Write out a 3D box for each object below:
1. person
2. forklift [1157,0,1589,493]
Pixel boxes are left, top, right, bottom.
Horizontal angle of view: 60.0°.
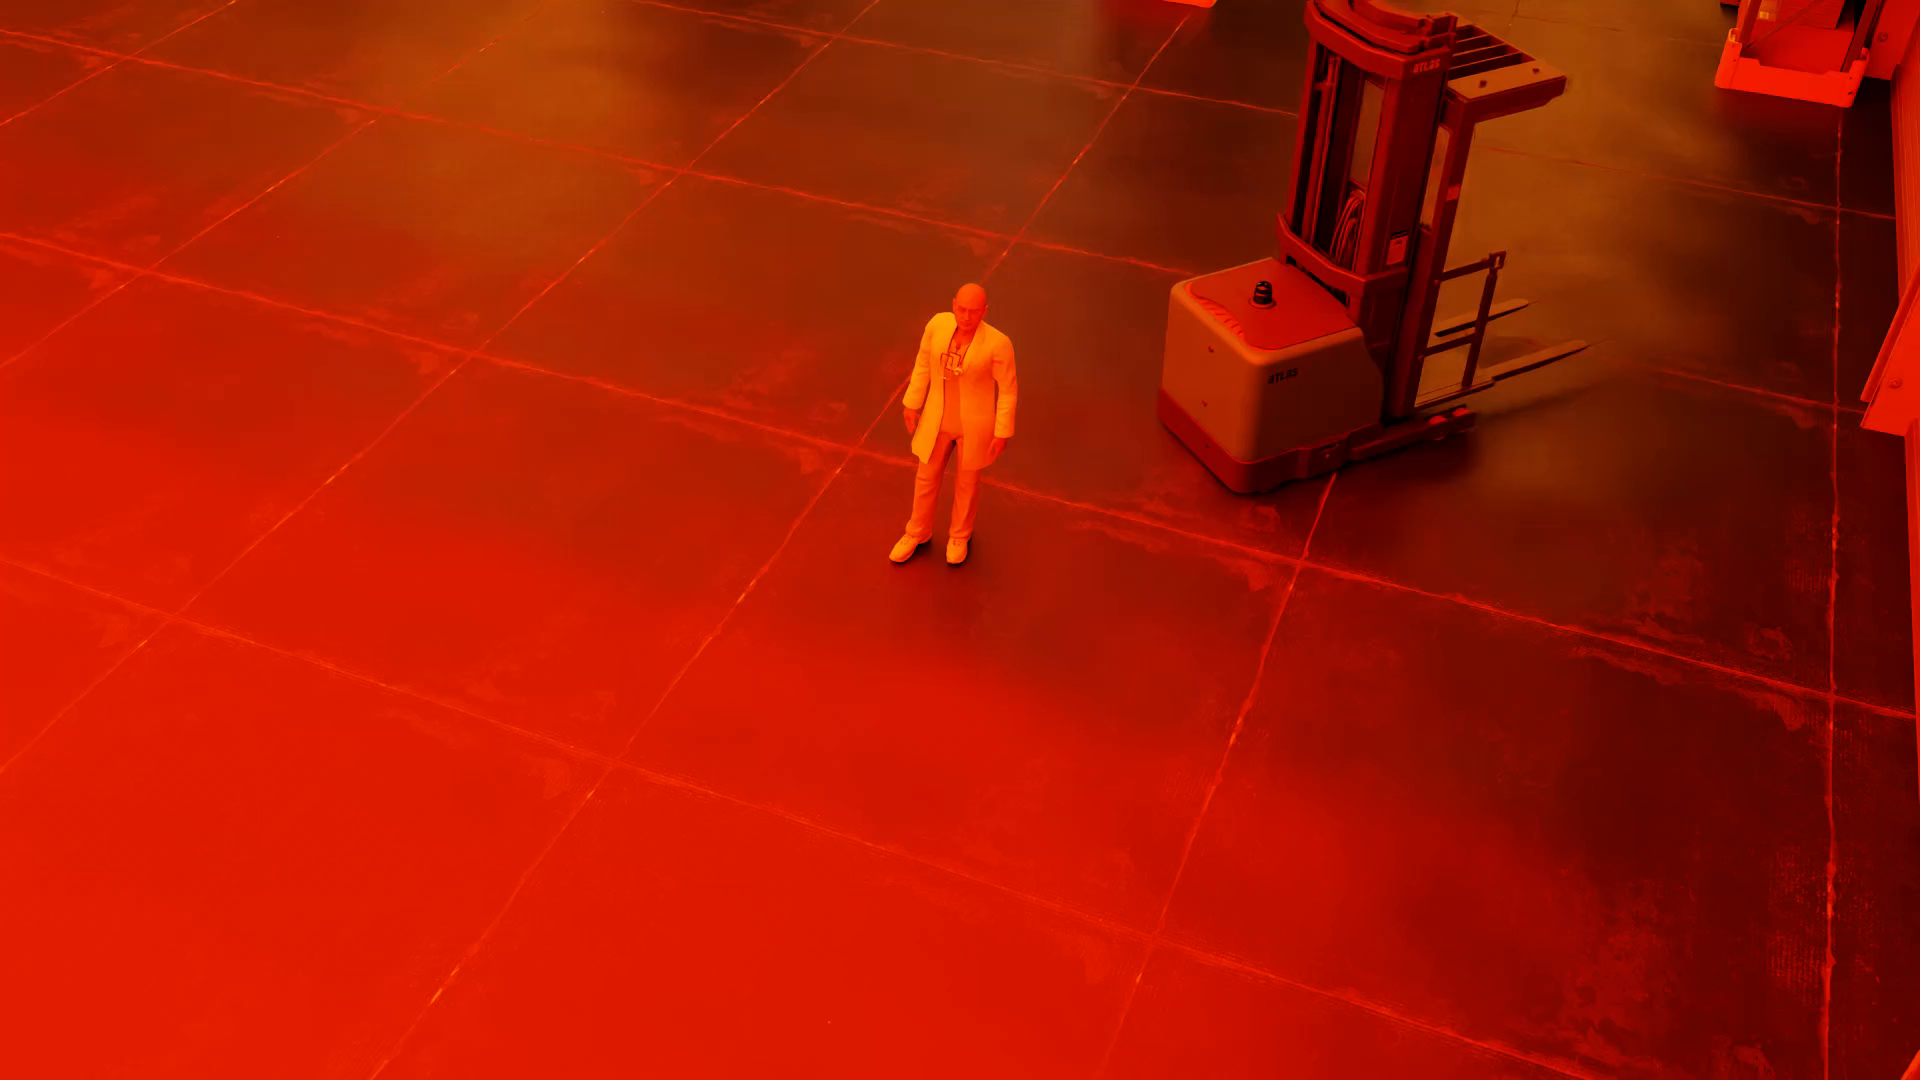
[{"bbox_3d":[-0.039,-0.634,9.652,0.694,1.775,0.581,15,42,17],"label":"person"},{"bbox_3d":[2.877,-2.073,10.483,3.031,2.935,1.130,-18,43,-20],"label":"forklift"}]
